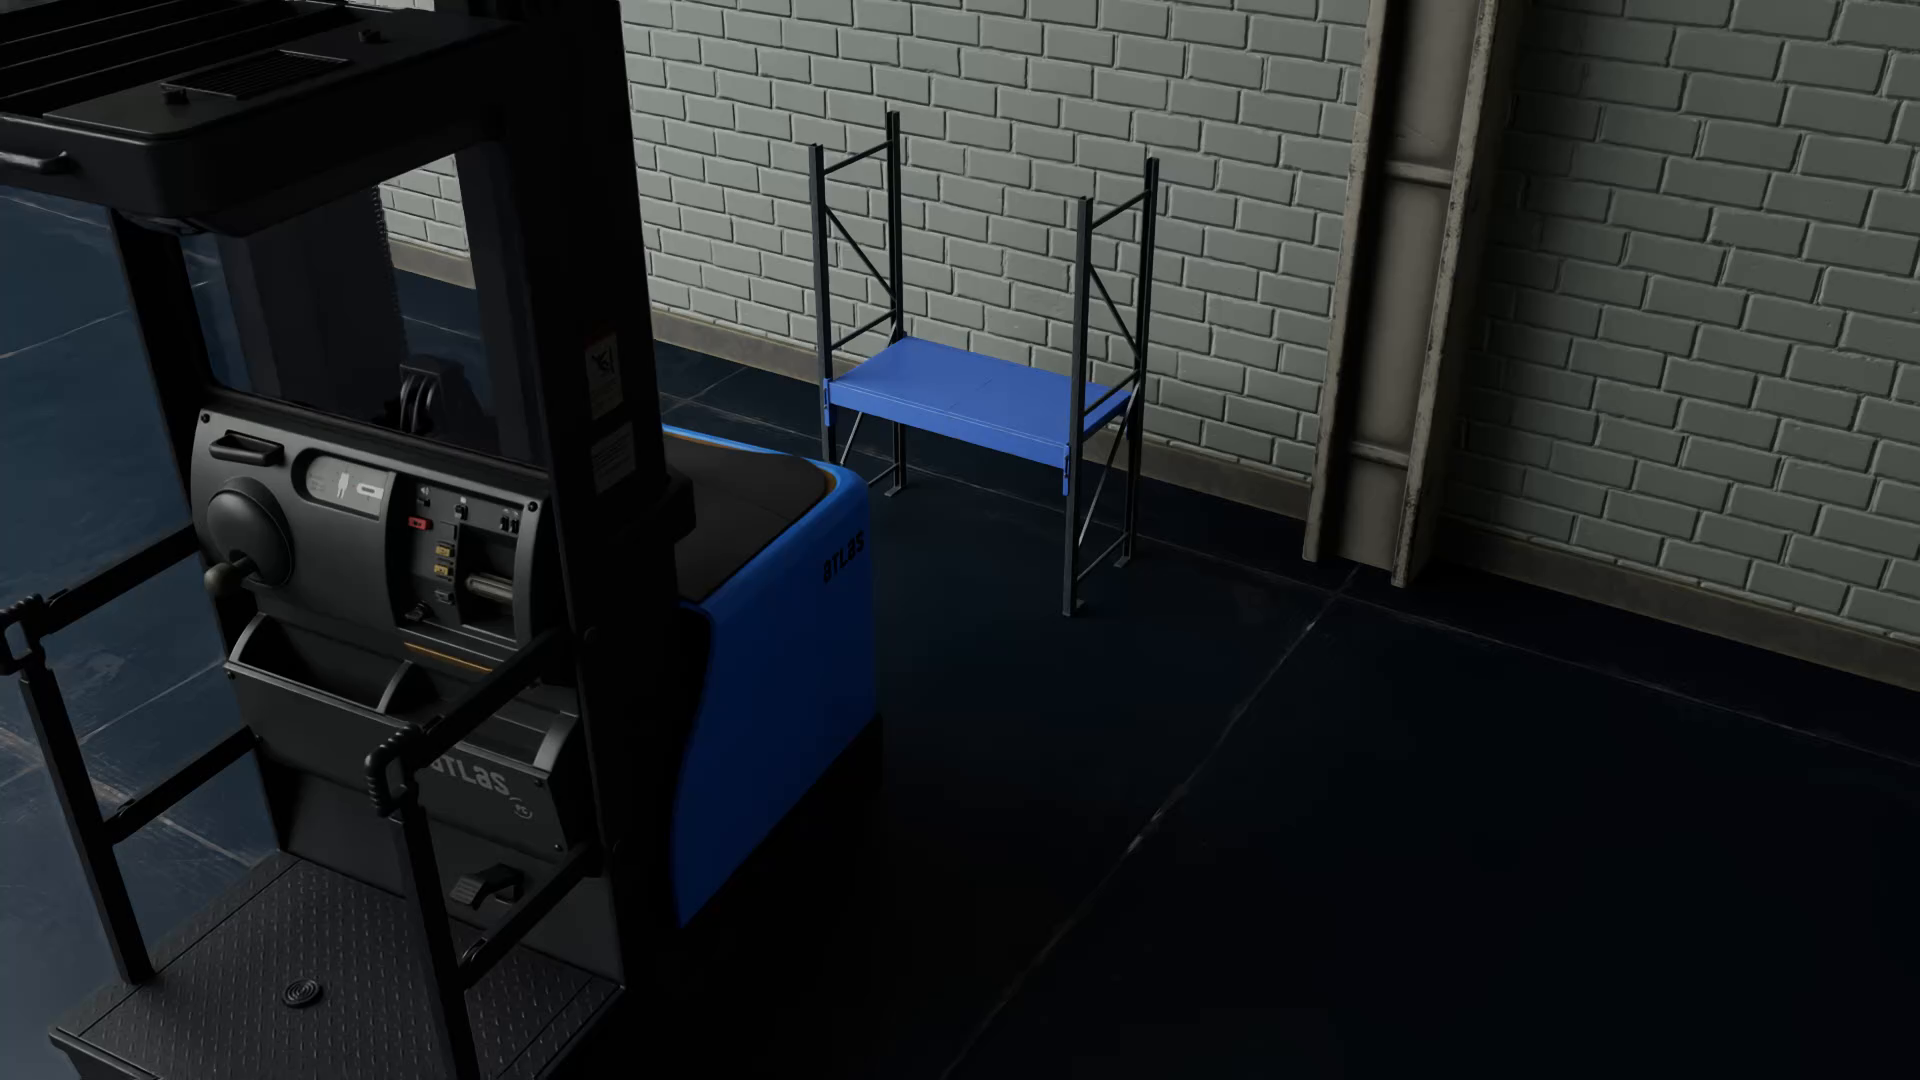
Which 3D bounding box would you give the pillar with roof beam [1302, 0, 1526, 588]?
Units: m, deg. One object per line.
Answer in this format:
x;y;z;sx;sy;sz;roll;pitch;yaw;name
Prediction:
-0.779;-1.994;0.737;0.400;9.000;9.100;18;35;27;pillar with roof beam

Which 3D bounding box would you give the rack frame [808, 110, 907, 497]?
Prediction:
-0.358;-0.761;6.066;0.032;1.500;0.500;18;35;27;rack frame

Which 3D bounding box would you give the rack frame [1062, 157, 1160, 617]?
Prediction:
0.503;-0.489;5.599;0.032;1.500;0.500;18;35;27;rack frame

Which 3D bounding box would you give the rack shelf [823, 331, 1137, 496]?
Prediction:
0.072;-0.470;5.924;1.000;0.185;0.538;18;35;27;rack shelf

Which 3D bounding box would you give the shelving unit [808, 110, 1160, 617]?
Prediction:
0.072;-0.625;5.833;1.048;1.500;0.538;18;35;27;shelving unit

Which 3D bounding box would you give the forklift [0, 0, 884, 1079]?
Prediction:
-1.332;0.035;3.281;1.130;2.935;3.031;14;33;23;forklift
